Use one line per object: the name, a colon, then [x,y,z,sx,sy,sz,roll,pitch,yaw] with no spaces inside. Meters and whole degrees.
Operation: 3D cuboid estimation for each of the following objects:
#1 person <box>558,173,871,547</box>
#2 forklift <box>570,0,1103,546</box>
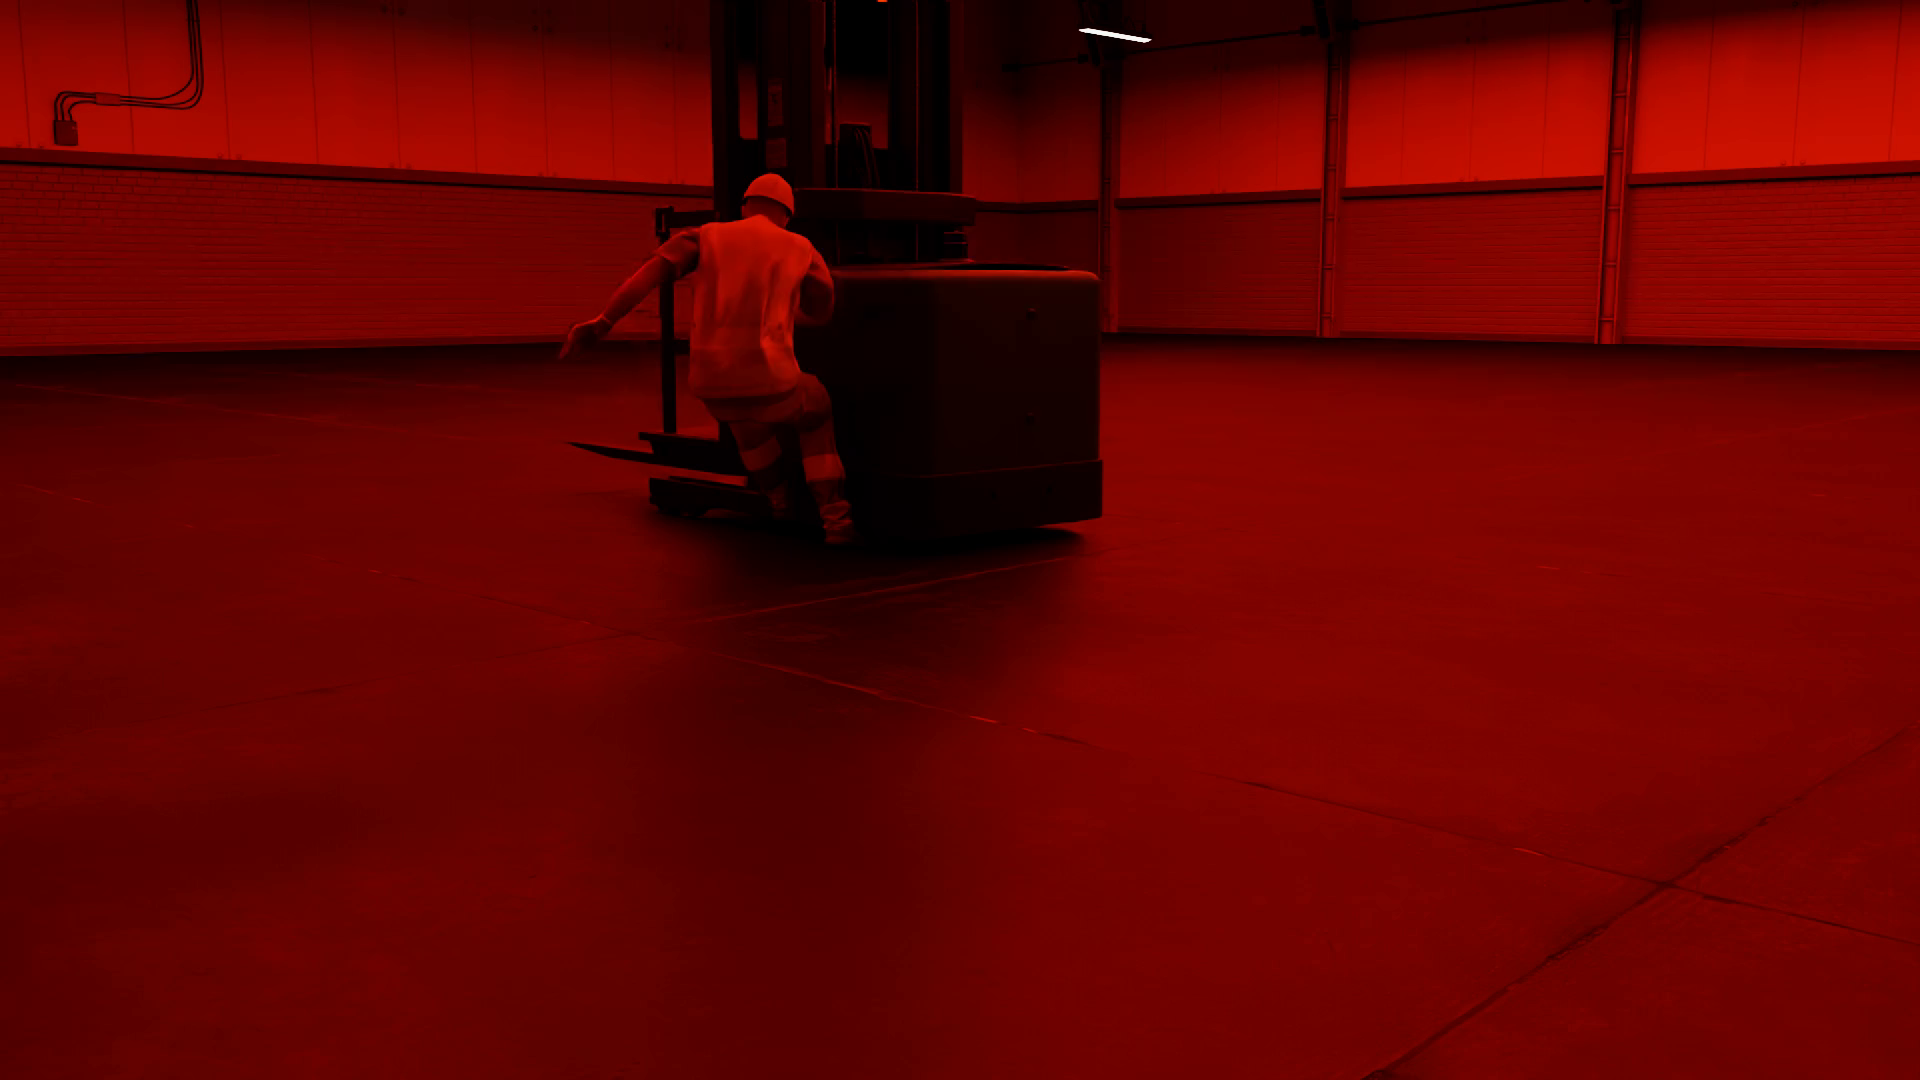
person: [-0.890,-0.653,6.386,1.084,1.480,0.970,0,9,0]
forklift: [-0.760,-1.594,7.457,1.130,2.935,3.031,-7,11,-41]
